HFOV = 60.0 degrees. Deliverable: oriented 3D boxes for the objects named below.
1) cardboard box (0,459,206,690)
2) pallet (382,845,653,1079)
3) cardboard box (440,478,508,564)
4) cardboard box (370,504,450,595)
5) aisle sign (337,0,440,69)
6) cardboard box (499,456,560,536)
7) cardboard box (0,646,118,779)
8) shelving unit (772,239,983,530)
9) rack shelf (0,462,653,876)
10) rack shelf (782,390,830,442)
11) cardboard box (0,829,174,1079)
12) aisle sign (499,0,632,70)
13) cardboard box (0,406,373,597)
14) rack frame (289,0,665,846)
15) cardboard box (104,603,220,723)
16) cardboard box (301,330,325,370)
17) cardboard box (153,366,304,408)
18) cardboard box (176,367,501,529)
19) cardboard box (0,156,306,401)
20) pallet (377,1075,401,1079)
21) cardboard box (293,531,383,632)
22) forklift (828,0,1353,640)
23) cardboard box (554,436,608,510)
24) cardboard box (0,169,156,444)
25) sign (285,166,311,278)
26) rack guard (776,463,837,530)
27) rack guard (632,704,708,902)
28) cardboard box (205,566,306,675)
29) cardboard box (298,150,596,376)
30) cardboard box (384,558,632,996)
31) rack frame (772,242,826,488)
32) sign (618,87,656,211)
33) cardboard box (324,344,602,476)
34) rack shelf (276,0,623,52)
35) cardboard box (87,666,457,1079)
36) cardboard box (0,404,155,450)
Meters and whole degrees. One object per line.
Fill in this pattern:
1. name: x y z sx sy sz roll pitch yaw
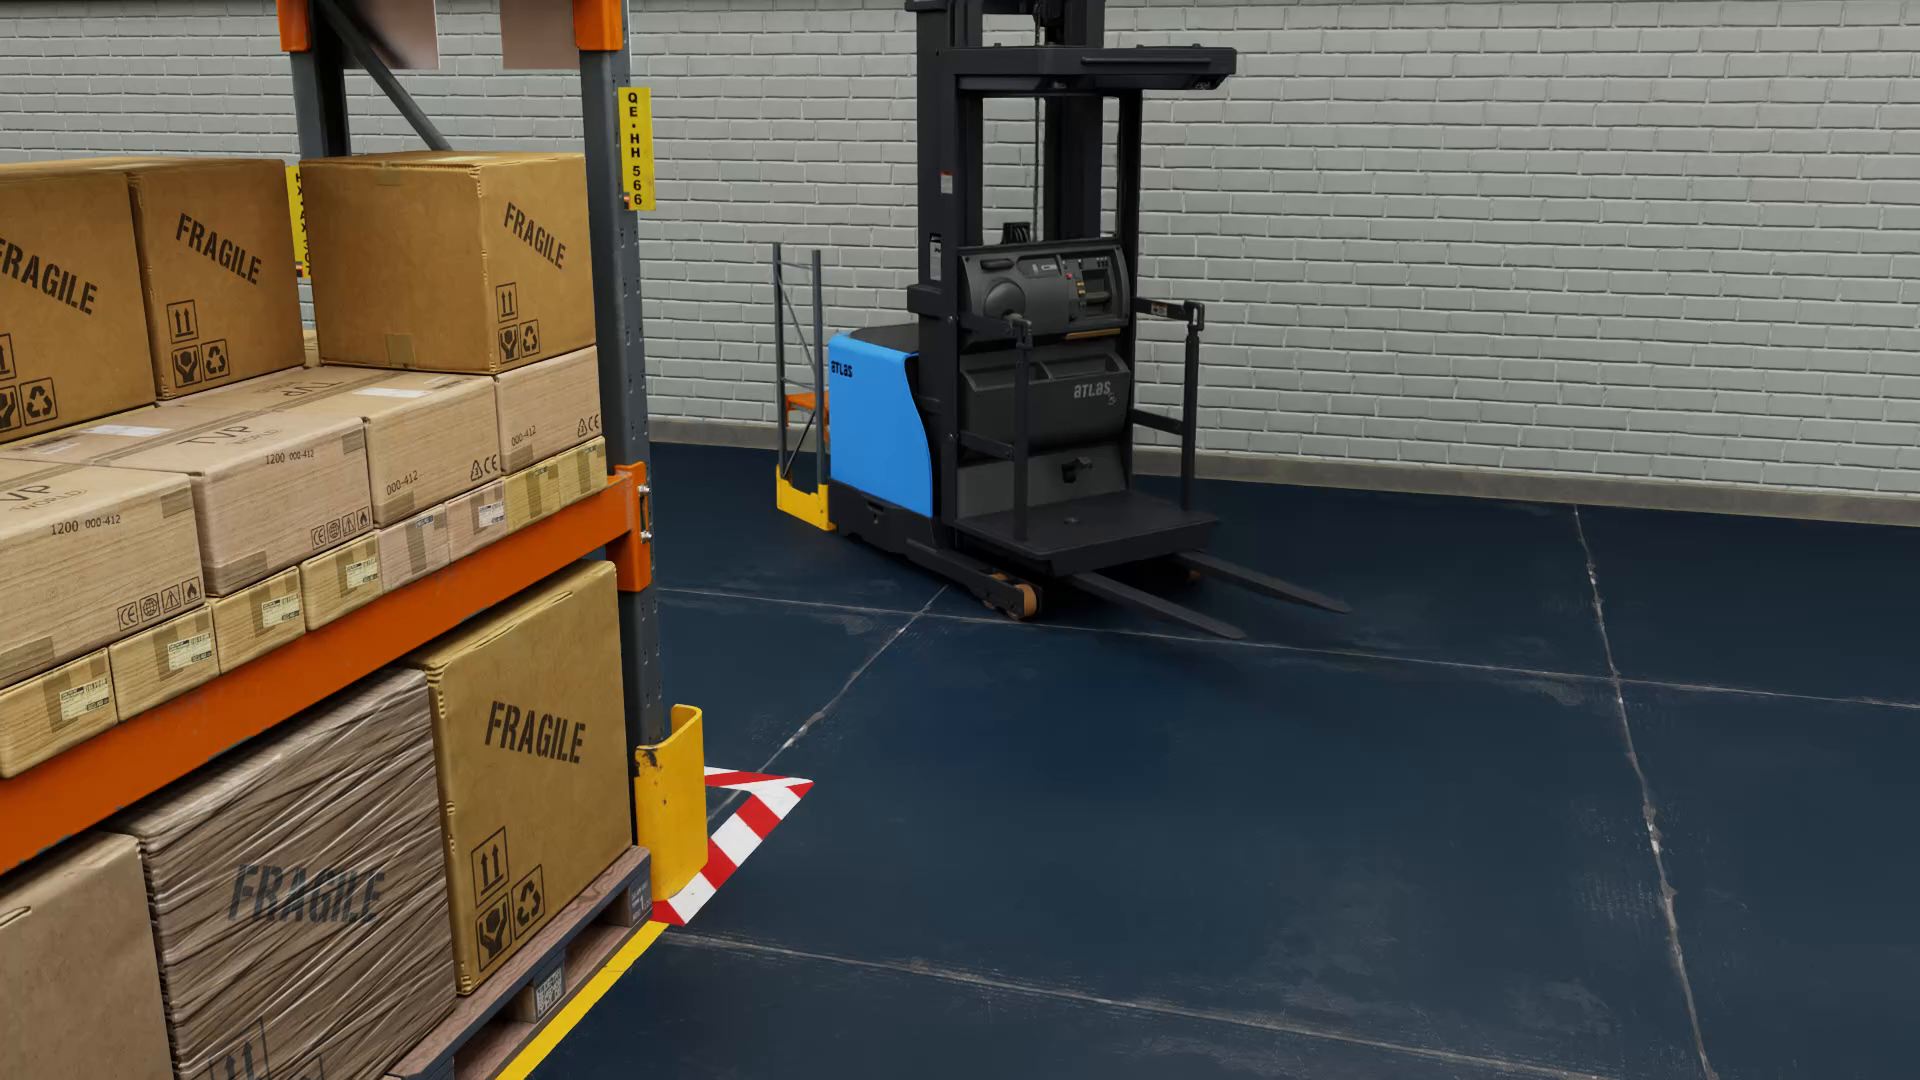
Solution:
1. cardboard box: -1.712 0.044 2.907 0.500 0.250 0.500 5 16 16
2. pallet: -1.548 1.122 4.487 1.003 0.211 1.213 5 16 16
3. cardboard box: -1.327 -0.061 4.009 0.380 0.149 0.250 5 16 16
4. cardboard box: -1.398 0.004 3.779 0.380 0.149 0.250 5 17 17
5. aisle sign: -1.663 -1.728 4.660 0.394 0.787 0.004 5 16 16
6. cardboard box: -1.254 -0.127 4.241 0.380 0.149 0.250 5 17 16
7. cardboard box: -1.688 0.273 2.831 0.380 0.149 0.250 4 16 14
8. shelving unit: -0.438 -0.920 9.323 1.083 1.500 0.587 -10 19 -31
9. rack shelf: -1.964 0.434 3.119 1.077 0.370 4.000 5 16 16
10. rack shelf: -0.445 -0.745 9.367 1.000 0.185 0.538 -10 19 -31
11. cardboard box: -2.013 1.030 2.826 0.875 0.875 0.875 5 16 16
12. aisle sign: -1.088 -1.681 4.495 0.394 0.787 0.004 5 16 16
13. cardboard box: -1.568 -0.093 3.389 0.500 0.250 0.500 4 16 14
14. rack frame: -1.396 -0.435 4.866 1.000 3.000 0.127 5 16 16
15. cardboard box: -1.616 0.205 3.072 0.380 0.149 0.250 5 17 17
16. cardboard box: -1.791 -0.401 4.477 0.500 0.250 0.500 4 16 14
17. cardboard box: -1.933 -0.265 3.996 0.500 0.250 0.500 4 16 15
18. cardboard box: -1.424 -0.226 3.858 0.500 0.250 0.500 4 16 15
19. cardboard box: -1.933 -0.631 3.913 0.500 0.500 0.500 4 16 15
20. pallet: -1.897 1.440 3.366 1.003 0.211 1.213 5 16 16
21. cardboard box: -1.470 0.072 3.539 0.380 0.149 0.250 4 16 15
22. forklift: 0.533 -1.194 7.668 1.130 2.935 3.031 -10 19 -32
23. cardboard box: -1.182 -0.195 4.482 0.380 0.149 0.250 5 17 17
24. cardboard box: -2.075 -0.495 3.434 0.500 0.500 0.500 4 16 14
25. sign: -1.926 -0.934 4.894 0.100 0.325 0.005 5 16 16
26. rack guard: -0.856 -0.245 9.234 0.087 0.250 0.587 -10 19 -31
27. rack guard: -1.389 0.761 5.229 1.175 0.500 0.348 5 16 16
28. cardboard box: -1.544 0.140 3.300 0.380 0.149 0.250 5 16 16
29. cardboard box: -1.282 -0.719 4.222 0.500 0.500 0.500 5 17 17
30. cardboard box: -1.501 0.559 4.486 0.875 0.875 0.875 5 16 16
31. rack frame: -0.872 -0.843 9.053 0.032 1.500 0.500 -10 19 -31
32. sign: -0.880 -1.060 4.514 0.100 0.325 0.005 5 16 16
33. cardboard box: -1.279 -0.359 4.326 0.500 0.250 0.500 4 16 15
34. rack shelf: -1.964 -1.009 2.710 1.077 0.370 4.000 5 16 16
35. cardboard box: -1.760 0.797 3.647 0.875 0.875 0.875 5 16 16
36. cardboard box: -2.079 -0.134 3.533 0.500 0.250 0.500 4 16 14
